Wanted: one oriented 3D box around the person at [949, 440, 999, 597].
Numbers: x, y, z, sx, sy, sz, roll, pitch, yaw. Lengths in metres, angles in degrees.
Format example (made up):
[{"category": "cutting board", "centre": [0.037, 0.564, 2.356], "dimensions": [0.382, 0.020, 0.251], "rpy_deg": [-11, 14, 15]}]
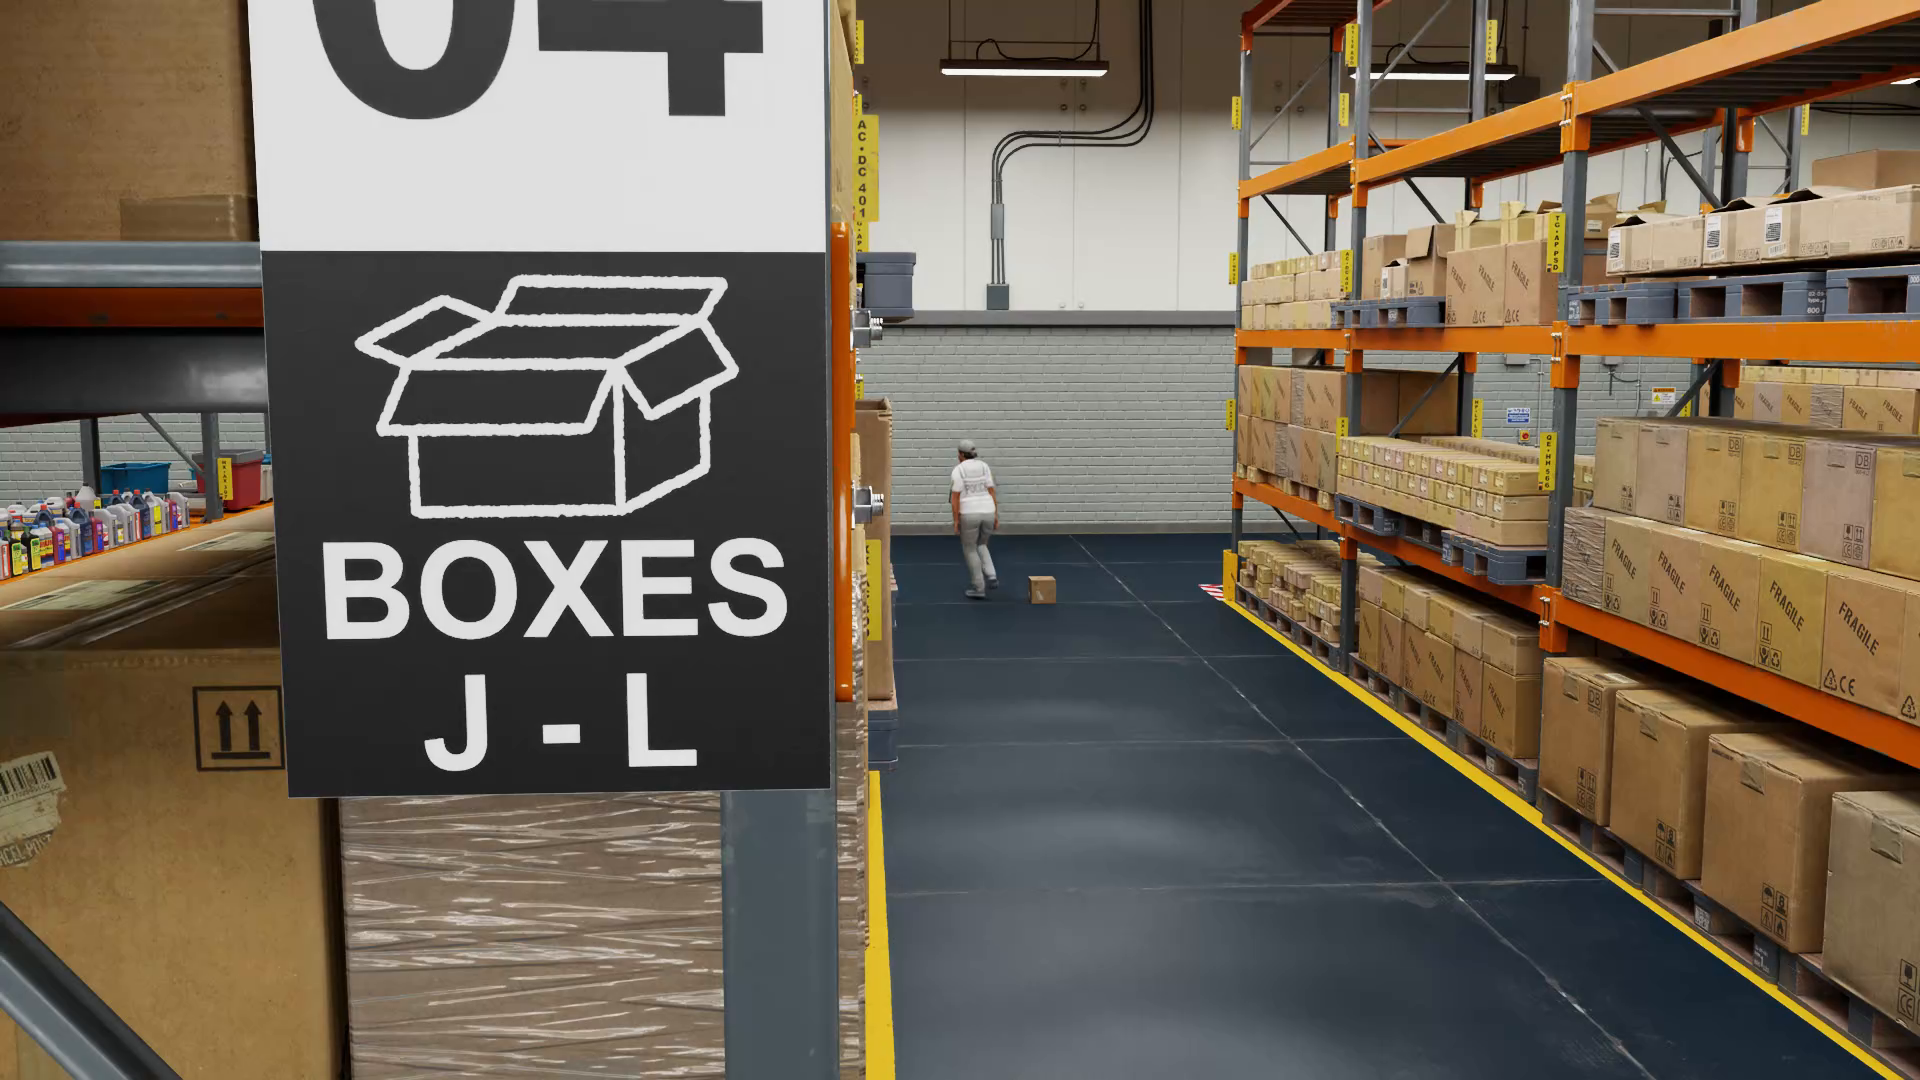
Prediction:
[{"category": "person", "centre": [0.139, -0.234, 17.561], "dimensions": [0.537, 1.651, 0.481], "rpy_deg": [-4, 8, -32]}]
